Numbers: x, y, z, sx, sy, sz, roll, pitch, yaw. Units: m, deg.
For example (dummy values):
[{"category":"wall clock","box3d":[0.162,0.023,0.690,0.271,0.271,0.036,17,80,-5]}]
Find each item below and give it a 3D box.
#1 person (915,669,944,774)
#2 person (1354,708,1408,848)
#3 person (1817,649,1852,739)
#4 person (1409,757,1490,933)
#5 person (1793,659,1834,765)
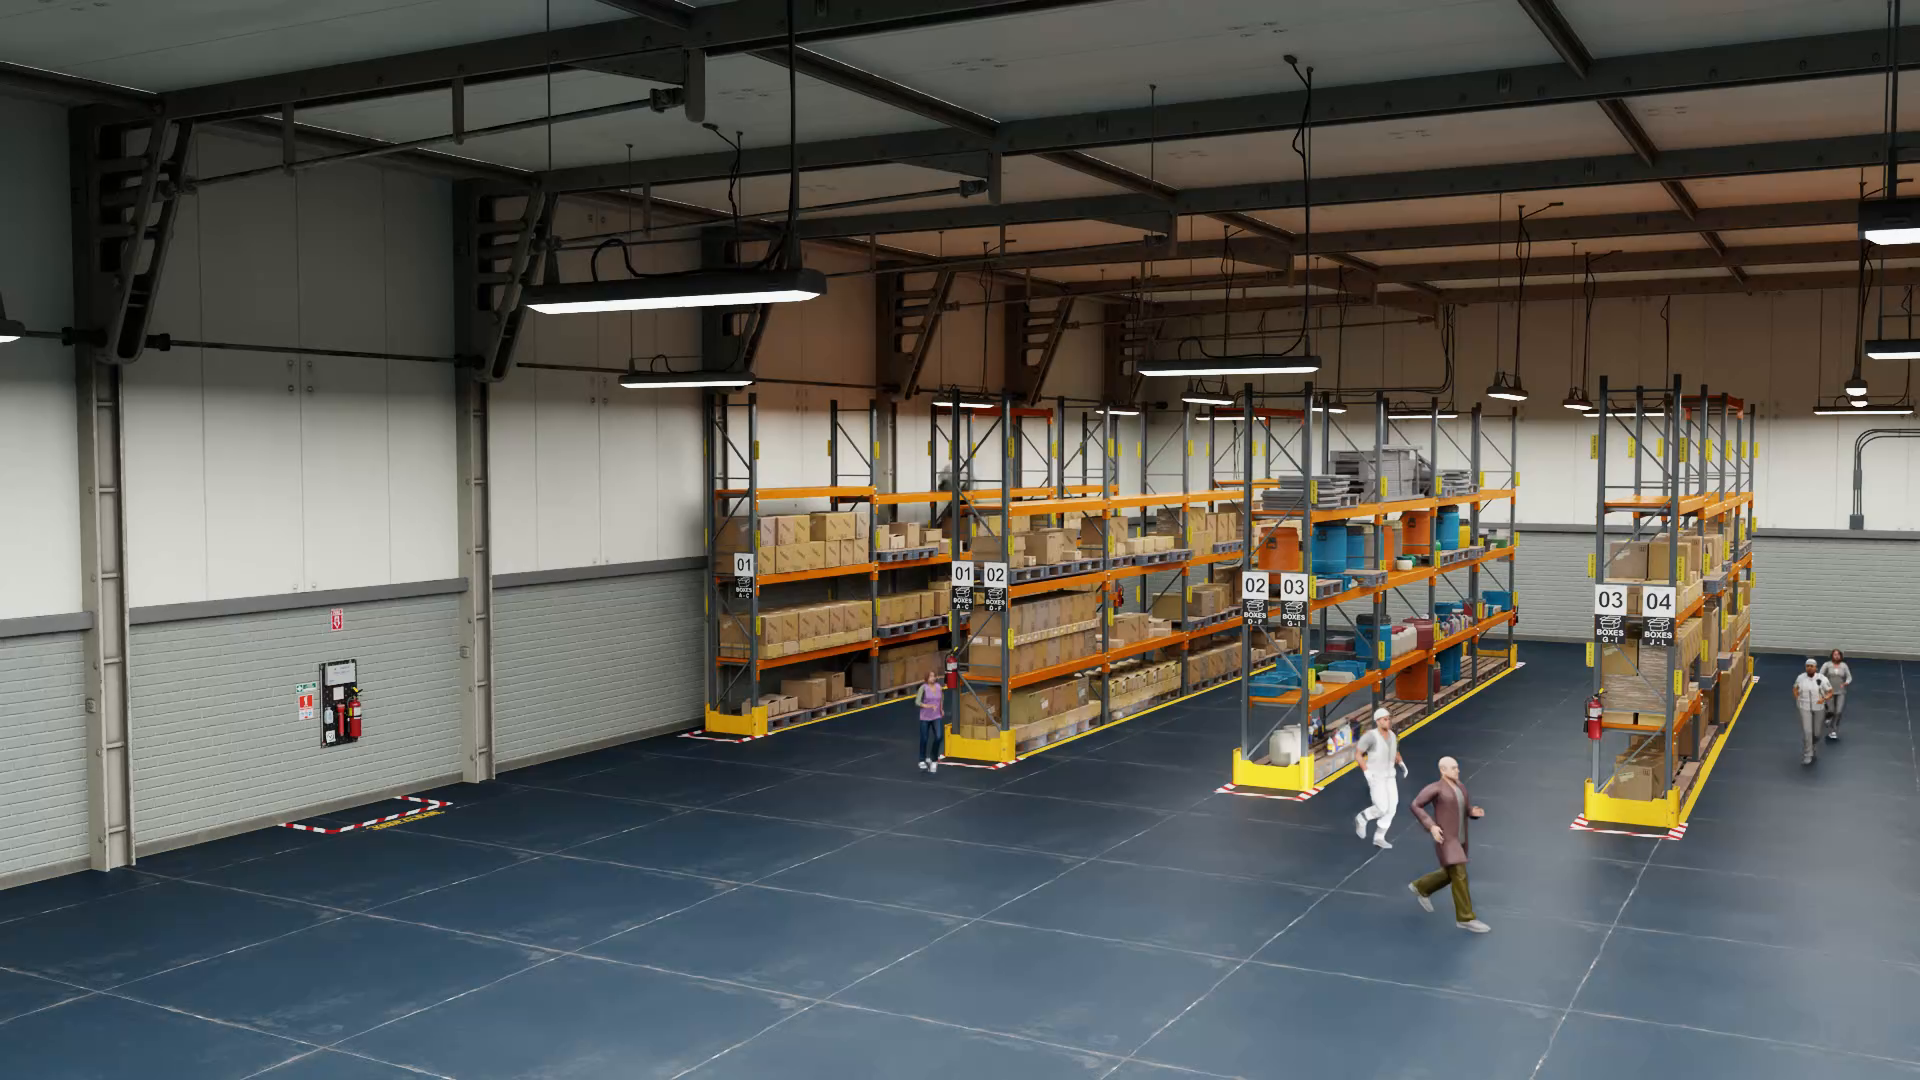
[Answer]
[{"category":"person","box3d":[-0.447,2.808,25.825,0.541,1.618,0.648,-1,3,-18]},{"category":"person","box3d":[5.307,2.994,21.030,0.677,1.754,0.592,-2,4,-30]},{"category":"person","box3d":[15.212,2.663,28.932,0.549,1.552,0.556,1,3,18]},{"category":"person","box3d":[5.128,3.150,17.451,0.710,1.753,1.055,-3,4,-40]},{"category":"person","box3d":[13.726,2.743,26.776,0.601,1.669,0.776,2,4,30]}]
